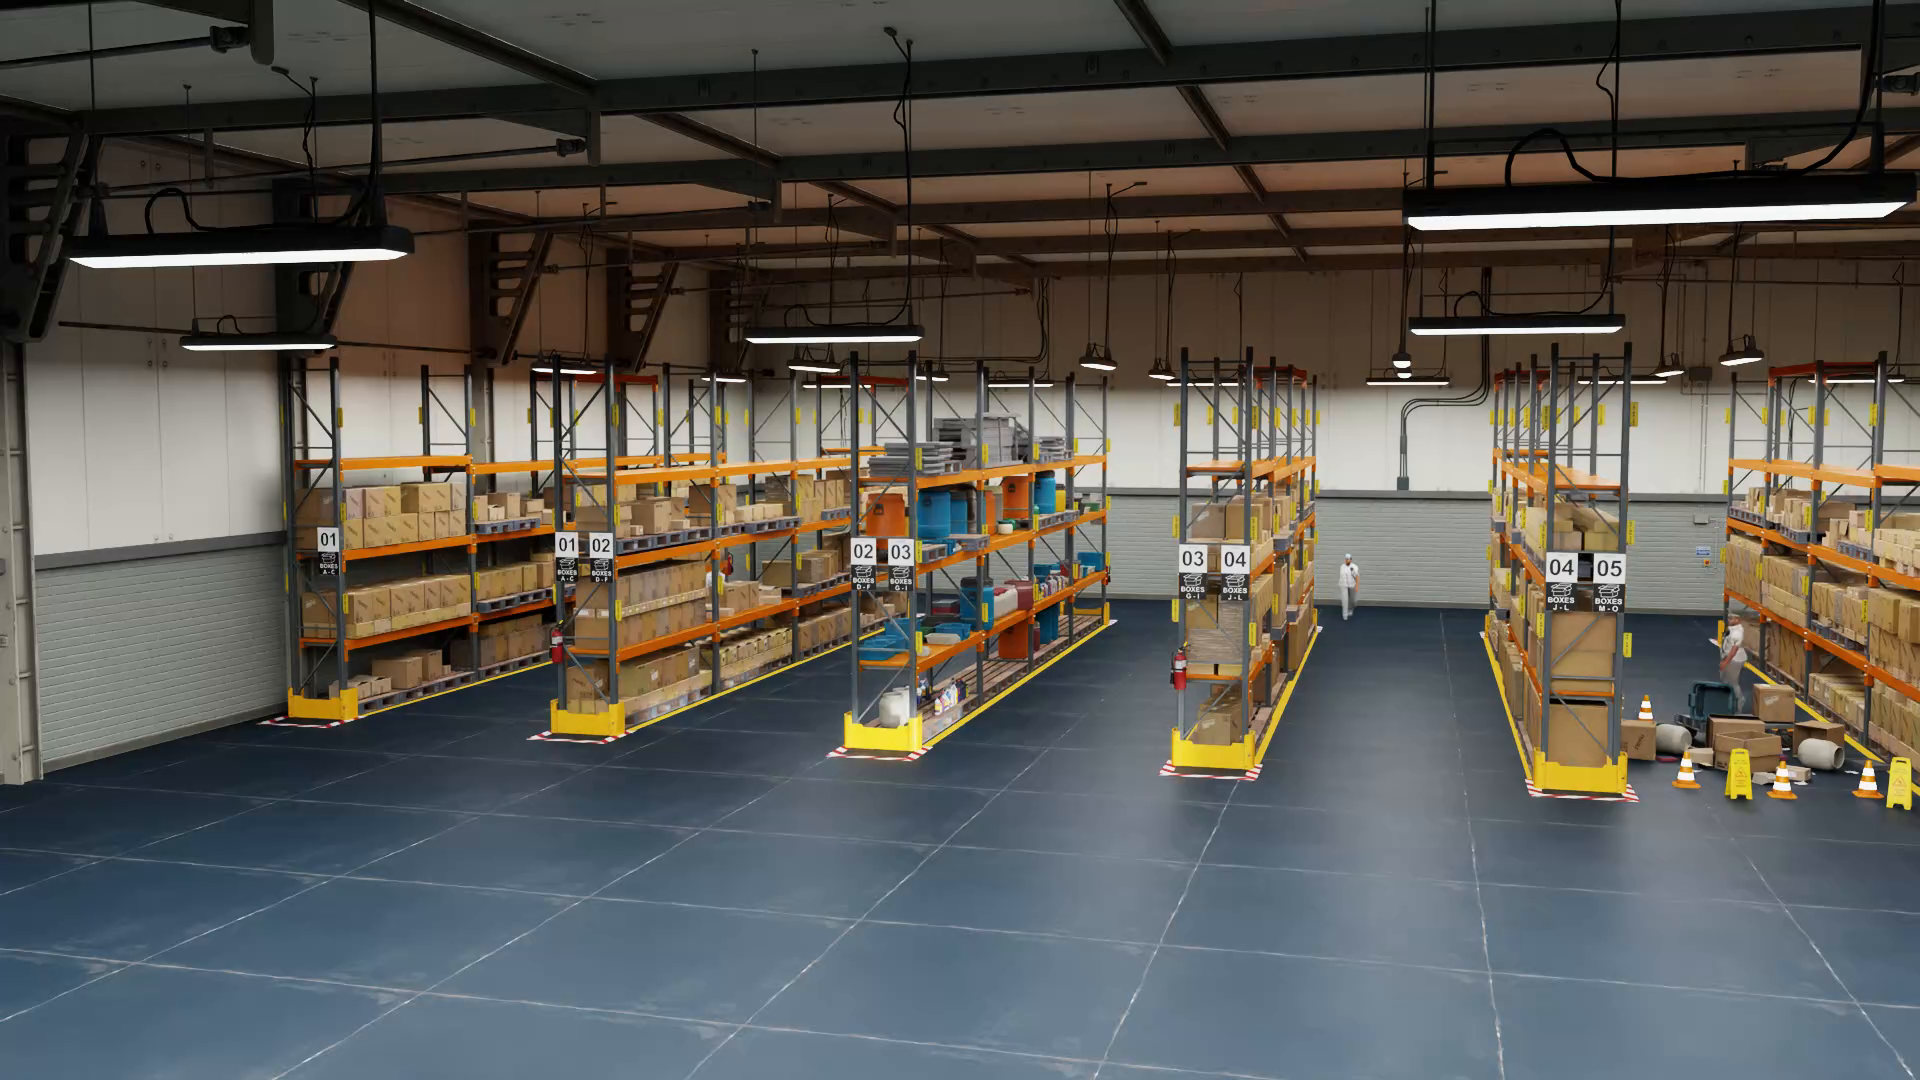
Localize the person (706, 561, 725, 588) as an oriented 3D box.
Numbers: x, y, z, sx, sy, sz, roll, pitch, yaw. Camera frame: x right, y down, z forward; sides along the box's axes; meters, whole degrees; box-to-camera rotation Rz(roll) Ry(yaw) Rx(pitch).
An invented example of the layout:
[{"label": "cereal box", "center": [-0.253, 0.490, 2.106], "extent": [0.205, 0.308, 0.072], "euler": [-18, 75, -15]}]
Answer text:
[{"label": "person", "center": [-5.804, 1.292, 39.381], "extent": [0.587, 1.635, 1.009], "euler": [1, 4, 11]}]

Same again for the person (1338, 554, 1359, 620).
[{"label": "person", "center": [9.655, 1.151, 41.321], "extent": [0.487, 1.615, 0.901], "euler": [0, 4, 5]}]

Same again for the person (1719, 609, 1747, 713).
[{"label": "person", "center": [13.044, 2.047, 28.122], "extent": [0.595, 1.775, 0.486], "euler": [-4, 6, -45]}]
